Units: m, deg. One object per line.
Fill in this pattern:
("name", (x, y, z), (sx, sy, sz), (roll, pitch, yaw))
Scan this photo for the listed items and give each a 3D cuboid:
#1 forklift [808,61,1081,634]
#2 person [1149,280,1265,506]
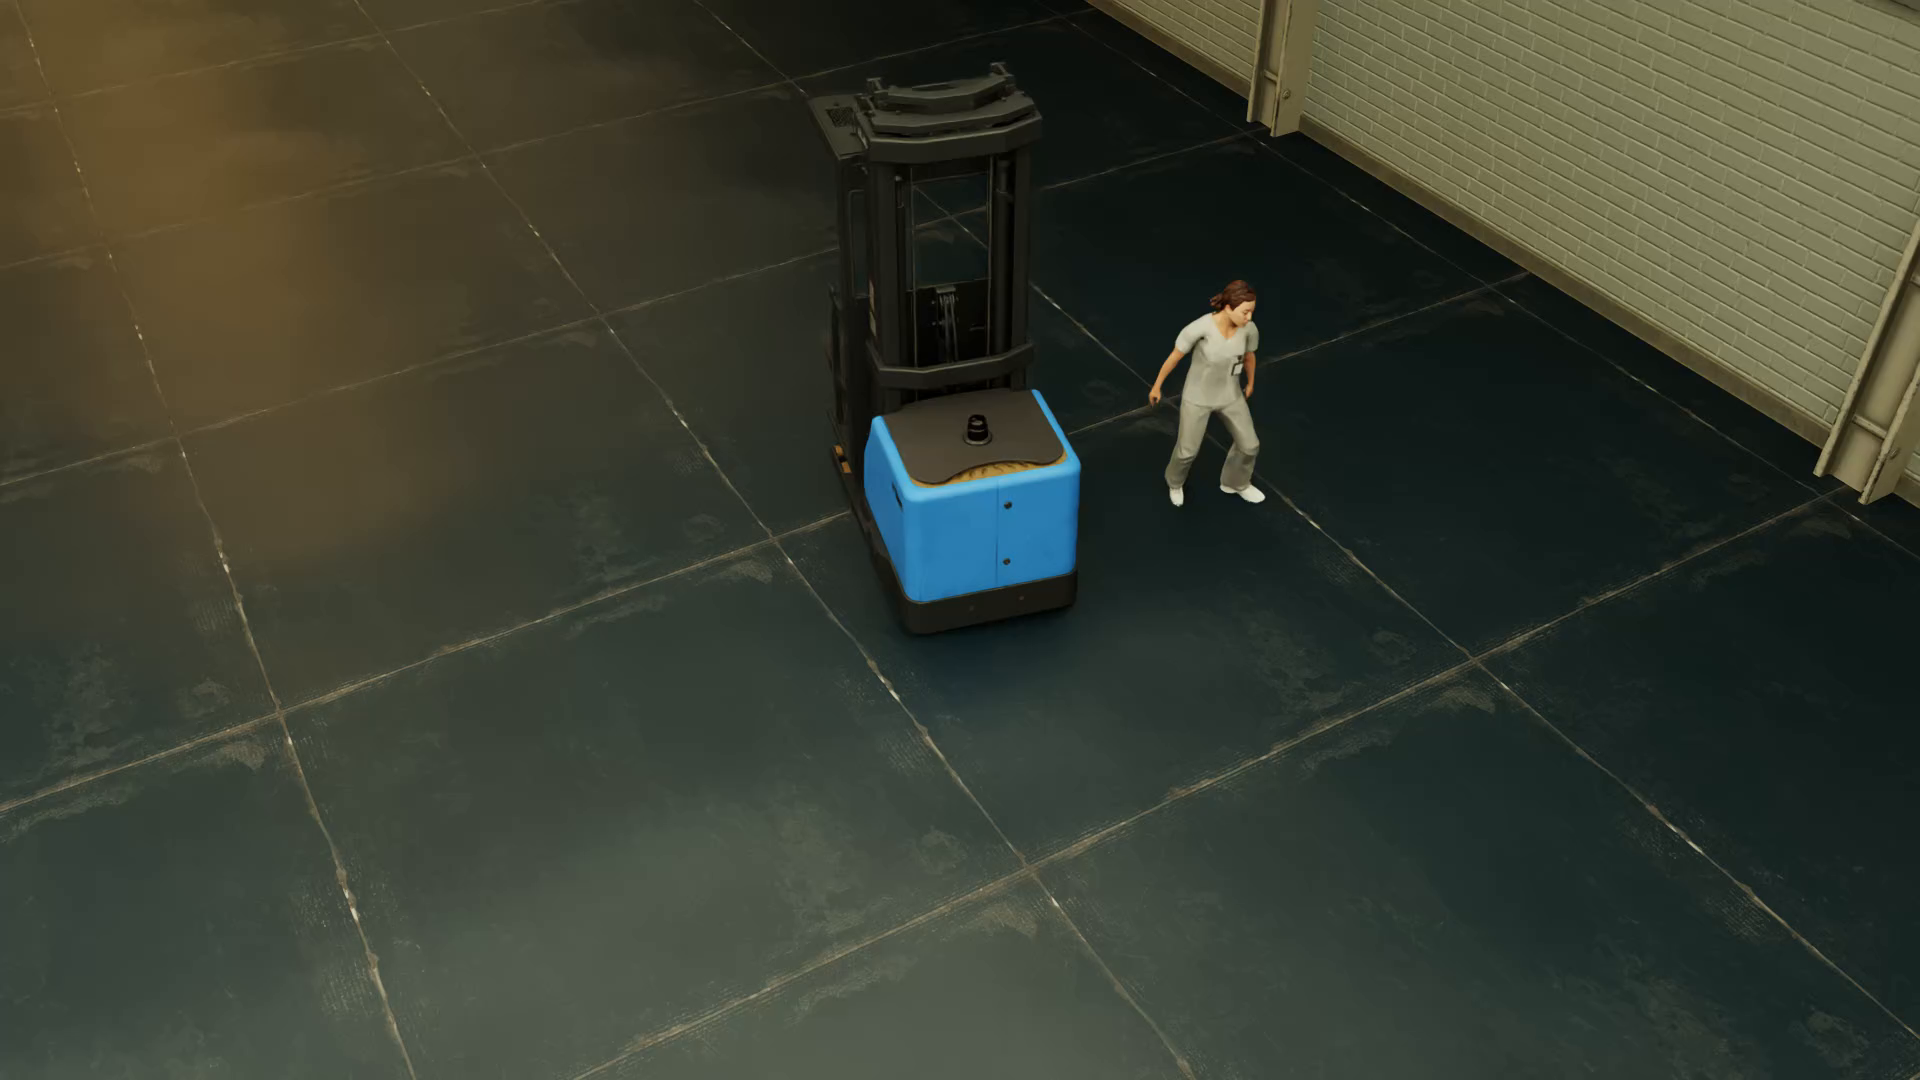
("forklift", (-0.221, -1.535, 9.886), (1.130, 2.935, 3.031), (-11, 41, -13))
("person", (1.542, -0.901, 10.174), (0.781, 1.647, 0.423), (-6, 40, -7))
